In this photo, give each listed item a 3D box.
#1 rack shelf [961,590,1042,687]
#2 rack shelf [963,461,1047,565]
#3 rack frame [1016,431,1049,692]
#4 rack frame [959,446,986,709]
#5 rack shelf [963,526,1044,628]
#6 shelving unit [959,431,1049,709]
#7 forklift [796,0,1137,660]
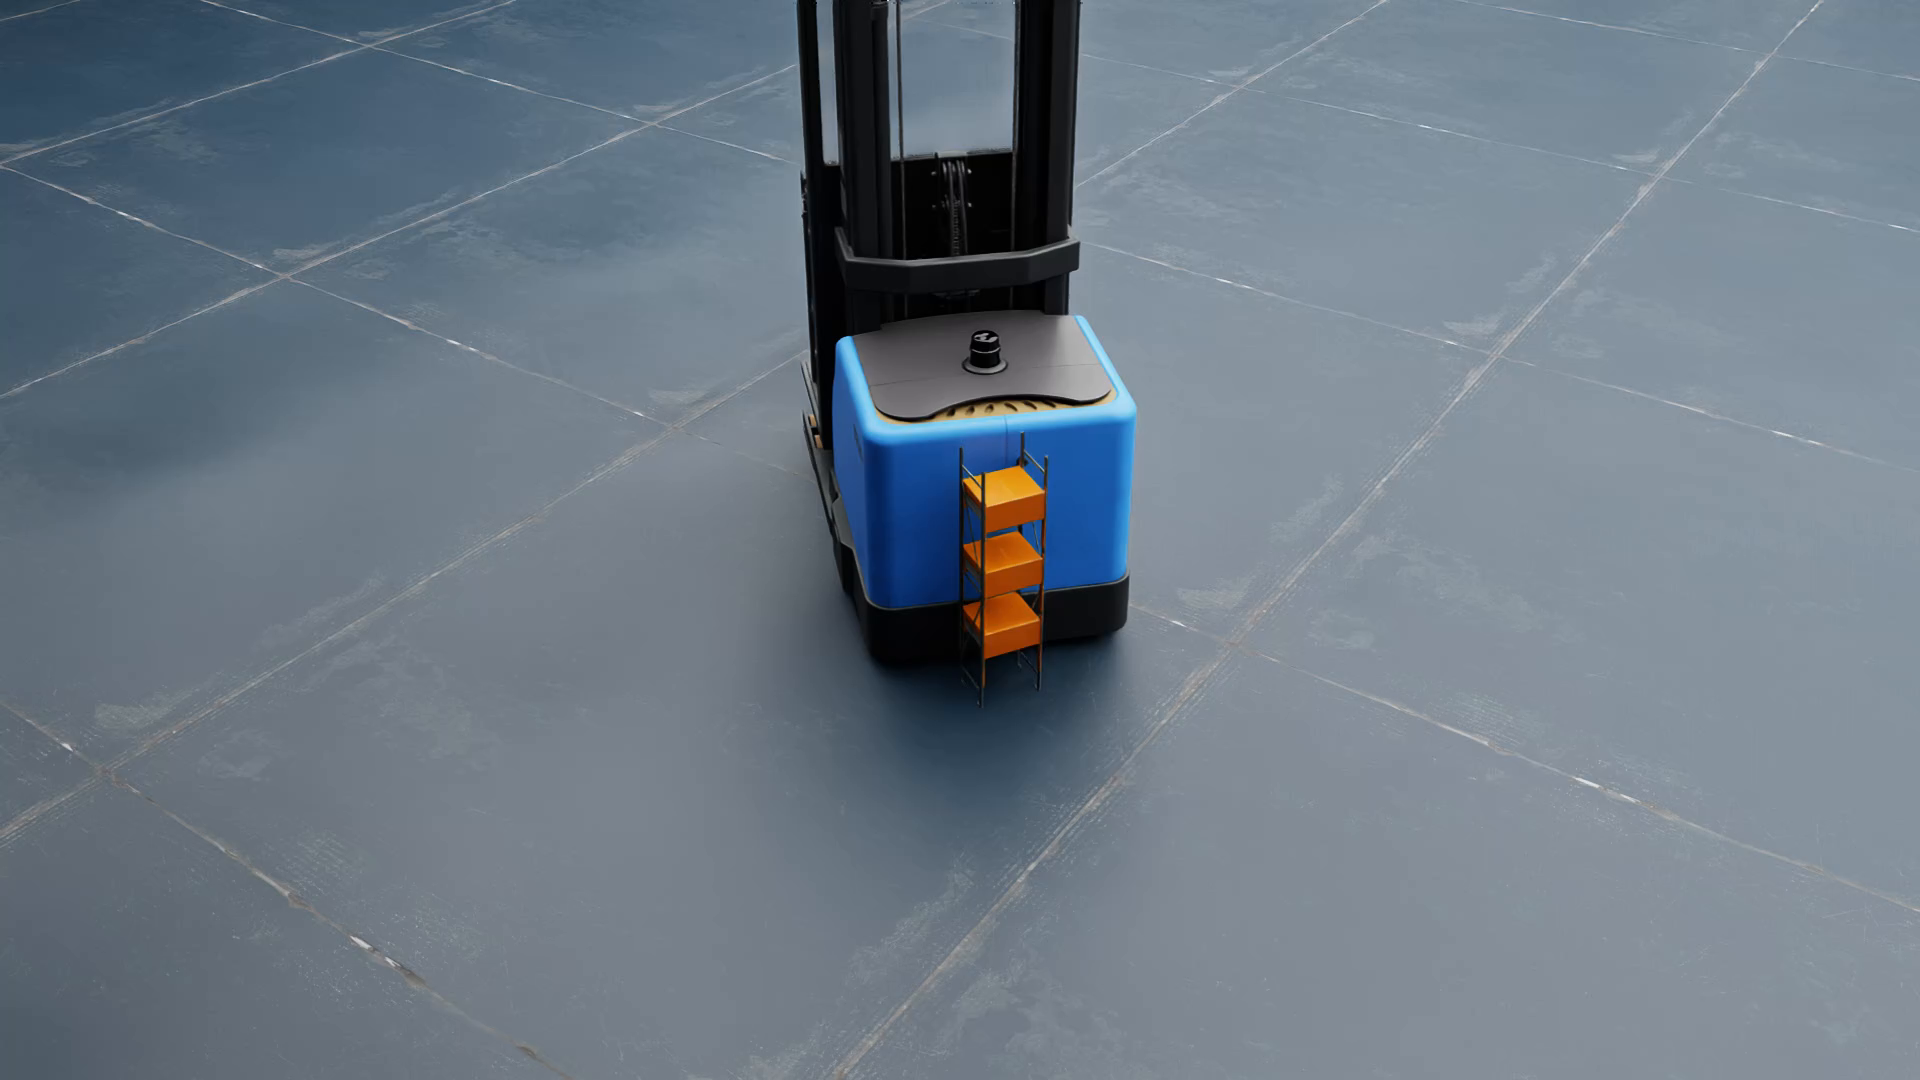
[{"bbox_3d":[0.154,0.366,6.287,0.240,0.259,0.215,-15,37,-20],"label":"rack shelf"},{"bbox_3d":[0.154,-0.100,5.973,0.240,0.259,0.215,-15,37,-20],"label":"rack shelf"},{"bbox_3d":[0.264,0.098,6.168,0.008,1.050,0.200,-15,37,-20],"label":"rack frame"},{"bbox_3d":[0.043,0.155,6.083,0.008,1.050,0.200,-15,37,-20],"label":"rack frame"},{"bbox_3d":[0.154,0.135,6.131,0.240,0.259,0.215,-15,37,-20],"label":"rack shelf"},{"bbox_3d":[0.154,0.127,6.126,0.252,1.050,0.215,-15,37,-20],"label":"shelving unit"},{"bbox_3d":[-0.128,-1.569,6.954,1.130,2.935,3.031,-6,35,-9],"label":"forklift"}]
